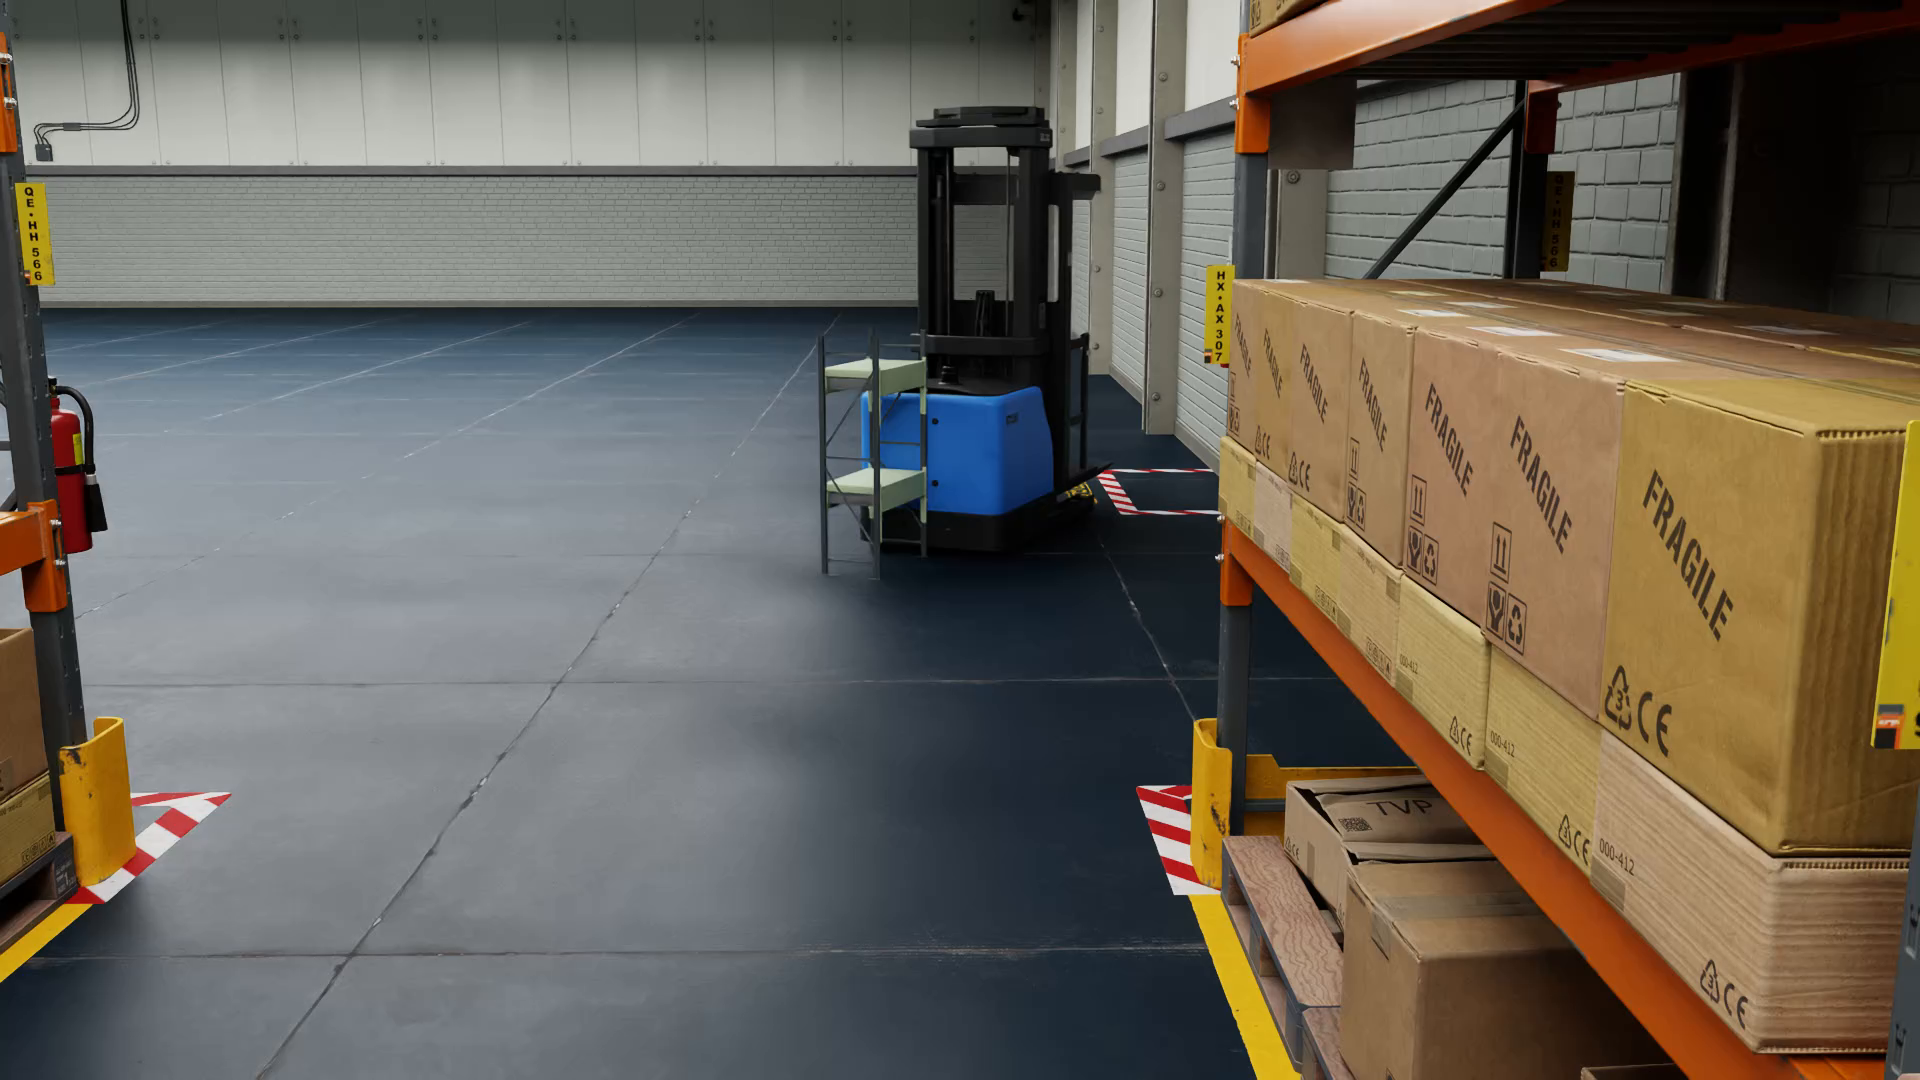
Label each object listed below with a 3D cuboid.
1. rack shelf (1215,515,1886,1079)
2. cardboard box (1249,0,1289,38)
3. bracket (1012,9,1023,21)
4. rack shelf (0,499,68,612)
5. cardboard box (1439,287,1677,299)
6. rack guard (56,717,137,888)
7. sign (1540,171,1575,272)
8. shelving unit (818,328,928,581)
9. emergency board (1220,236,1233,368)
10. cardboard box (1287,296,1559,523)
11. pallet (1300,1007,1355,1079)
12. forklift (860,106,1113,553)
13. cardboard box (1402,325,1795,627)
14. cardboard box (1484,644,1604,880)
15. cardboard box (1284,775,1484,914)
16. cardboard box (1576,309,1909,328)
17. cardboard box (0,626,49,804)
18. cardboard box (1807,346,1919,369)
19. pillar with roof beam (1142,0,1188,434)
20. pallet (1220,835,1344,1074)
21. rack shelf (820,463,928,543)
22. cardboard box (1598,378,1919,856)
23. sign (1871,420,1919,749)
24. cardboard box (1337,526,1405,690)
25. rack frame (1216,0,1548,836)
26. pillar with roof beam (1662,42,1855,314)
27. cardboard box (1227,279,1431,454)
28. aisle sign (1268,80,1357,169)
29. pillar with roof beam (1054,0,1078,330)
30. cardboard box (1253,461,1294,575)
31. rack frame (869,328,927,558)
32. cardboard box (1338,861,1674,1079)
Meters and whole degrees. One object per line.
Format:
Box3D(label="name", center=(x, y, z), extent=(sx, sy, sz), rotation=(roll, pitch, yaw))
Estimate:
Box3D(label="rack shelf", center=(1.451, 0.422, 3.746), extent=(1.077, 0.370, 4.000), rotation=(0, 11, -1))
Box3D(label="cardboard box", center=(1.166, -1.790, 4.991), extent=(0.500, 0.500, 0.500), rotation=(0, 11, 0))
Box3D(label="bracket", center=(1.256, -11.413, 36.128), extent=(0.235, 0.232, 0.430), rotation=(0, 11, -1))
Box3D(label="rack shelf", center=(-3.502, 0.443, 3.642), extent=(1.077, 0.370, 4.000), rotation=(0, 11, -1))
Box3D(label="cardboard box", center=(1.632, -0.439, 4.621), extent=(0.500, 0.500, 0.500), rotation=(0, 11, 0))
Box3D(label="rack guard", center=(-3.544, 0.913, 5.802), extent=(1.175, 0.500, 0.348), rotation=(0, 11, -1))
Box3D(label="sign", center=(1.965, -1.049, 5.479), extent=(0.100, 0.325, 0.005), rotation=(0, 11, -1))
Box3D(label="shelving unit", center=(-0.542, -0.563, 10.561), extent=(0.431, 1.500, 0.755), rotation=(5, 12, 21))
Box3D(label="emergency board", center=(2.152, -1.877, 13.267), extent=(0.194, 1.169, 0.643), rotation=(0, 11, -1))
Box3D(label="cardboard box", center=(1.123, -0.335, 4.108), extent=(0.500, 0.500, 0.500), rotation=(-1, 11, -3))
Box3D(label="pallet", center=(1.415, 1.457, 3.847), extent=(1.003, 0.211, 1.213), rotation=(0, 11, -1))
Box3D(label="forklift", center=(0.357, -1.600, 12.074), extent=(1.130, 2.935, 3.031), rotation=(5, 12, 22))
Box3D(label="cardboard box", center=(1.158, -0.129, 3.092), extent=(0.500, 0.500, 0.500), rotation=(-1, 11, -3))
Box3D(label="cardboard box", center=(1.177, 0.338, 2.674), extent=(0.500, 0.250, 0.500), rotation=(0, 11, -1))
Box3D(label="cardboard box", center=(1.334, 0.912, 5.178), extent=(0.500, 0.311, 0.500), rotation=(-2, 12, -8))
Box3D(label="cardboard box", center=(1.658, -0.237, 3.621), extent=(0.500, 0.500, 0.500), rotation=(0, 11, 0))
Box3D(label="cardboard box", center=(-3.234, 0.572, 5.168), extent=(0.500, 0.500, 0.500), rotation=(0, 11, -1))
Box3D(label="cardboard box", center=(1.684, -0.034, 2.625), extent=(0.500, 0.500, 0.500), rotation=(0, 11, -1))
Box3D(label="pillar with roof beam", center=(-2.263, -5.501, 16.040), extent=(9.100, 9.000, 0.400), rotation=(0, 11, -1))
Box3D(label="pallet", center=(1.393, 1.215, 5.040), extent=(1.003, 0.211, 1.213), rotation=(0, 11, -1))
Box3D(label="rack shelf", center=(-0.542, -0.243, 10.626), extent=(0.431, 0.370, 0.720), rotation=(5, 12, 21))
Box3D(label="cardboard box", center=(1.173, 0.070, 2.110), extent=(0.500, 0.500, 0.500), rotation=(0, 11, -1))
Box3D(label="sign", center=(0.950, 0.046, 1.610), extent=(0.100, 0.325, 0.005), rotation=(0, 11, -1))
Box3D(label="cardboard box", center=(1.140, 0.138, 3.659), extent=(0.500, 0.250, 0.500), rotation=(0, 11, -1))
Box3D(label="rack frame", center=(1.409, -0.328, 5.634), extent=(1.000, 3.000, 0.127), rotation=(0, 11, -1))
Box3D(label="pillar with roof beam", center=(-2.015, -3.115, 4.282), extent=(9.100, 9.000, 0.400), rotation=(0, 11, -1))
Box3D(label="cardboard box", center=(1.119, -0.536, 5.098), extent=(0.500, 0.500, 0.500), rotation=(0, 11, -1))
Box3D(label="aisle sign", center=(1.108, -1.616, 5.440), extent=(0.394, 0.787, 0.004), rotation=(0, 11, -1))
Box3D(label="pillar with roof beam", center=(-2.511, -7.886, 27.798), extent=(9.100, 9.000, 0.400), rotation=(0, 11, -1))
Box3D(label="cardboard box", center=(1.127, -0.063, 4.654), extent=(0.500, 0.250, 0.500), rotation=(-1, 11, -3))
Box3D(label="rack frame", center=(-0.405, -0.630, 10.894), extent=(0.400, 1.500, 0.023), rotation=(5, 12, 21))
Box3D(label="cardboard box", center=(1.311, 1.078, 3.880), extent=(0.700, 0.500, 0.500), rotation=(-1, 12, -5))
